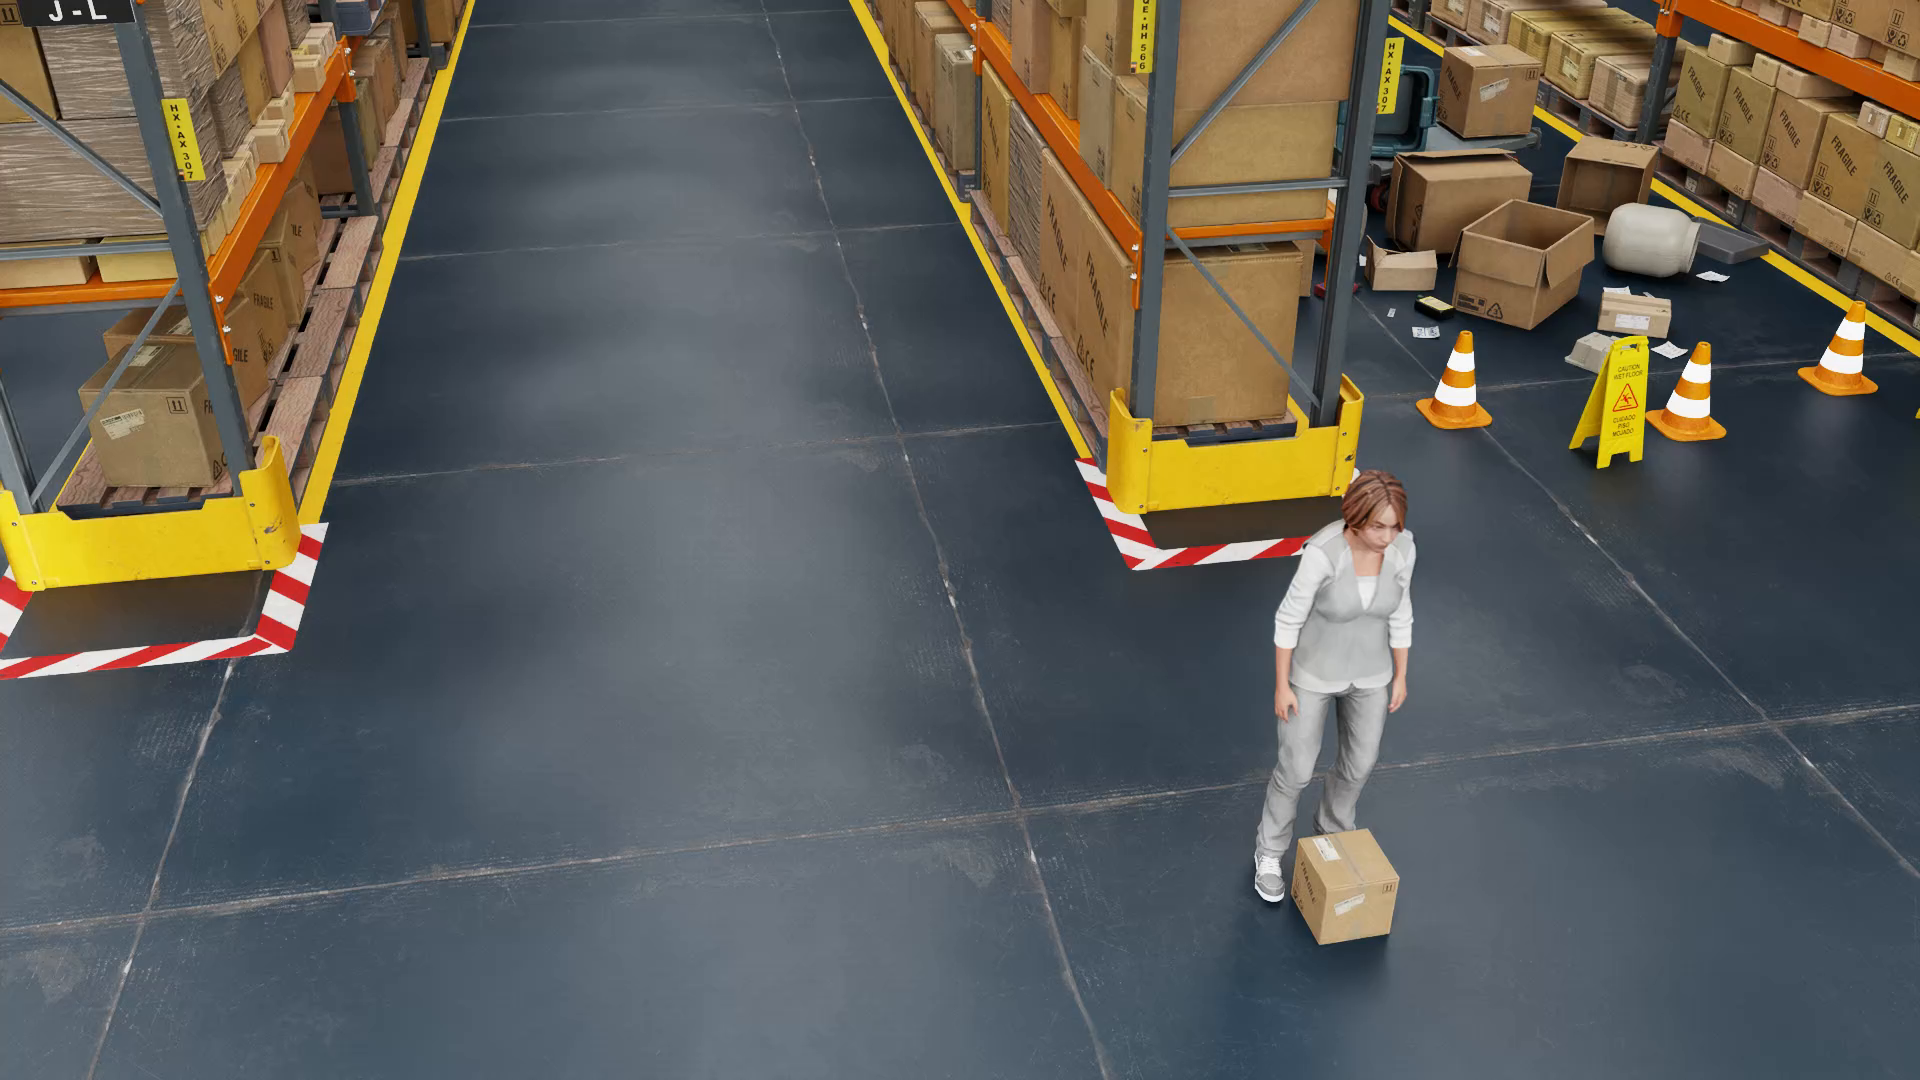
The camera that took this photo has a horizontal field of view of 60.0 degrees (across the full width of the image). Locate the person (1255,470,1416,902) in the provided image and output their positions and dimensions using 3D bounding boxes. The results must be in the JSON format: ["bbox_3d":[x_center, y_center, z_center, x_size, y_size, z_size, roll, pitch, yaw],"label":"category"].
[{"bbox_3d":[1.224,0.458,5.383,0.462,1.594,0.344,-5,32,-9],"label":"person"}]
